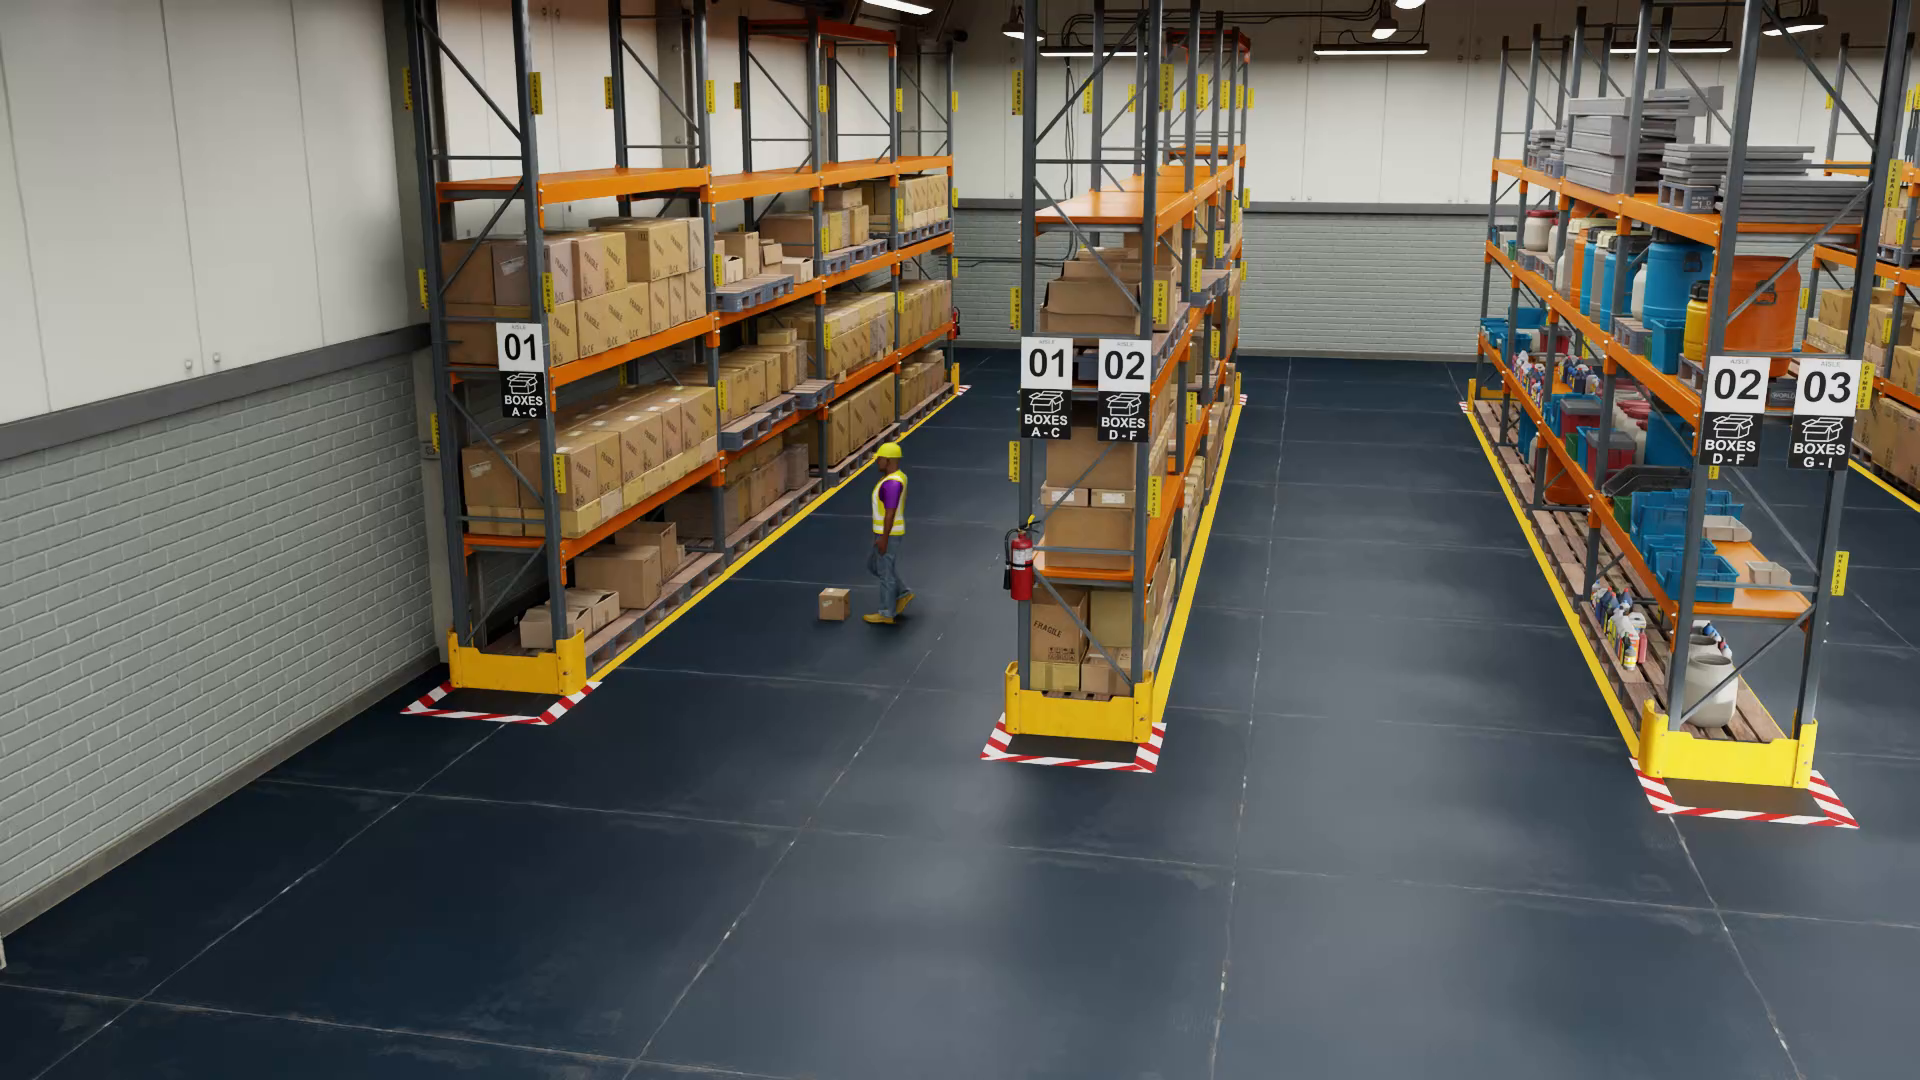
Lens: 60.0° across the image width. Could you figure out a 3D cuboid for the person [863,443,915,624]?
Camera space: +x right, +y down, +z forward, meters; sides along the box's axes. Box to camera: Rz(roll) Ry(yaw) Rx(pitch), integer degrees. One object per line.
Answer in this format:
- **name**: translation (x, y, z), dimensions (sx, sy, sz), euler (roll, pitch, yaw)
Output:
- **person**: translation (-0.700, -0.066, 16.187), dimensions (0.515, 1.767, 0.587), euler (-1, 15, -2)
